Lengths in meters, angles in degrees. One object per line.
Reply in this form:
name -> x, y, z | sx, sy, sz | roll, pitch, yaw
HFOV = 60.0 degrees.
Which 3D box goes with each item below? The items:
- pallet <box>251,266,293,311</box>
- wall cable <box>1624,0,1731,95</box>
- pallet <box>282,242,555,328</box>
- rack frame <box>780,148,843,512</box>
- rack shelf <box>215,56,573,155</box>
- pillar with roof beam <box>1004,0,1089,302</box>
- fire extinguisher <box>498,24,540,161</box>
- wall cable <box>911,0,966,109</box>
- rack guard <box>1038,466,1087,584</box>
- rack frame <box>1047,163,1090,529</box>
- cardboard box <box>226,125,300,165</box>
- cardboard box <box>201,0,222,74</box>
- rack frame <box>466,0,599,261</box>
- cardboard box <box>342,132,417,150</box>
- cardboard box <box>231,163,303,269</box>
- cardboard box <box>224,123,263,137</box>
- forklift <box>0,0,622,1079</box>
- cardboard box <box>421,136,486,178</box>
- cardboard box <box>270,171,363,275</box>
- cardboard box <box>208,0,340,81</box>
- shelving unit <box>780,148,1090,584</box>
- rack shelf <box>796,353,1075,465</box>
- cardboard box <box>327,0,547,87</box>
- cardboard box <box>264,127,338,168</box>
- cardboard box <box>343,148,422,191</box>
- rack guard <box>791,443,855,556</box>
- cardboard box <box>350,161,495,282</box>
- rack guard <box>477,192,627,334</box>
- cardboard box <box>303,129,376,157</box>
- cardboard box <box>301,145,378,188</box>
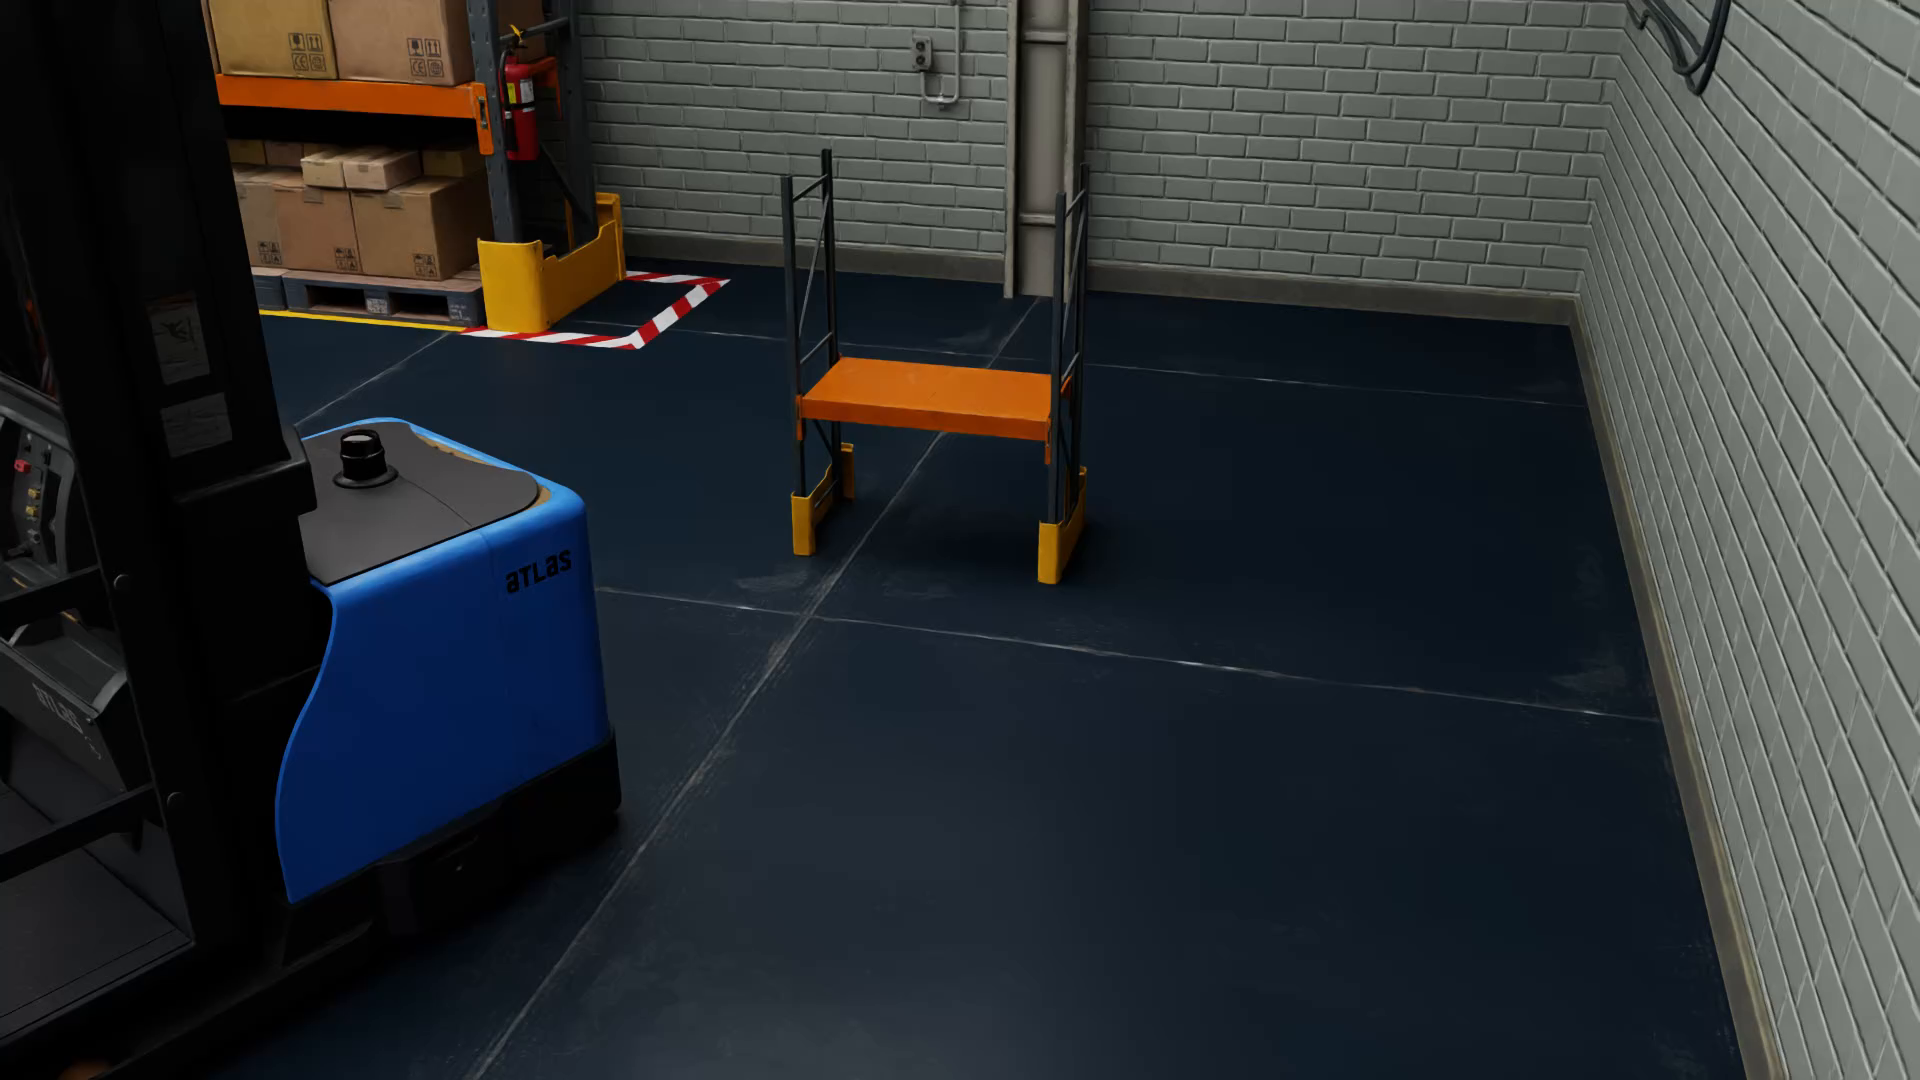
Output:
pallet -> -4.317, -1.670, 10.012 | 1.213, 0.211, 1.003 | 6, 26, 13
wall cable -> 3.043, -3.297, 6.819 | 0.112, 2.526, 3.097 | 6, 26, 13
pallet -> -3.139, -1.538, 9.736 | 1.213, 0.211, 1.003 | 6, 26, 13
rack frame -> -0.575, -0.741, 6.561 | 0.032, 1.500, 0.500 | 6, 26, 13
rack shelf -> -4.282, -2.634, 9.629 | 4.000, 0.370, 1.077 | 6, 26, 13
pillar with roof beam -> -0.587, -3.732, 4.120 | 0.400, 9.000, 9.100 | 6, 26, 13
fire extinguisher -> -2.314, -2.333, 8.684 | 0.183, 0.674, 0.296 | 6, 26, 13
wall cable -> -0.870, -3.460, 9.346 | 1.851, 1.984, 0.084 | 6, 26, 13
rack guard -> 0.408, -0.068, 6.601 | 0.087, 0.250, 0.587 | 6, 26, 13
rack frame -> 0.410, -0.632, 6.332 | 0.032, 1.500, 0.500 | 6, 26, 13
cardboard box -> -4.106, -2.336, 9.833 | 0.250, 0.149, 0.380 | 7, 26, 14
cardboard box -> -4.285, -3.089, 9.400 | 0.700, 0.700, 0.980 | 5, 26, 10
rack frame -> -2.345, -2.744, 9.025 | 0.127, 3.000, 1.000 | 6, 26, 13
cardboard box -> -3.368, -2.255, 9.663 | 0.250, 0.149, 0.380 | 6, 26, 13
cardboard box -> -4.020, -1.946, 9.767 | 0.500, 0.500, 0.700 | 5, 26, 11
cardboard box -> -4.351, -2.364, 9.890 | 0.250, 0.149, 0.380 | 6, 26, 12
forklift -> -2.340, -0.130, 3.614 | 1.130, 2.935, 3.031 | 20, 32, 36
cardboard box -> -2.877, -2.201, 9.549 | 0.250, 0.149, 0.380 | 6, 26, 13
cardboard box -> -3.533, -1.892, 9.654 | 0.500, 0.500, 0.700 | 6, 26, 13
cardboard box -> -3.549, -3.004, 9.220 | 0.700, 0.700, 0.980 | 6, 26, 13
shelving unit -> -0.074, -0.685, 6.445 | 1.083, 1.500, 0.587 | 6, 26, 13
rack shelf -> -0.083, -0.524, 6.524 | 1.000, 0.185, 0.538 | 6, 26, 13
cardboard box -> -2.842, -2.930, 9.066 | 0.700, 0.700, 0.980 | 8, 26, 15
cardboard box -> -3.857, -2.309, 9.776 | 0.250, 0.149, 0.380 | 7, 26, 14
cardboard box -> -3.218, -2.069, 9.272 | 0.250, 0.149, 0.380 | 6, 26, 12
rack guard -> -0.556, -0.174, 6.825 | 0.087, 0.250, 0.587 | 6, 26, 13
cardboard box -> -3.048, -1.839, 9.542 | 0.500, 0.500, 0.700 | 6, 26, 13
rack guard -> -2.322, -1.613, 9.557 | 0.348, 0.500, 1.175 | 6, 26, 13
cardboard box -> -3.610, -2.282, 9.719 | 0.250, 0.149, 0.380 | 7, 26, 13
cardboard box -> -3.466, -2.097, 9.329 | 0.250, 0.149, 0.380 | 7, 26, 14
